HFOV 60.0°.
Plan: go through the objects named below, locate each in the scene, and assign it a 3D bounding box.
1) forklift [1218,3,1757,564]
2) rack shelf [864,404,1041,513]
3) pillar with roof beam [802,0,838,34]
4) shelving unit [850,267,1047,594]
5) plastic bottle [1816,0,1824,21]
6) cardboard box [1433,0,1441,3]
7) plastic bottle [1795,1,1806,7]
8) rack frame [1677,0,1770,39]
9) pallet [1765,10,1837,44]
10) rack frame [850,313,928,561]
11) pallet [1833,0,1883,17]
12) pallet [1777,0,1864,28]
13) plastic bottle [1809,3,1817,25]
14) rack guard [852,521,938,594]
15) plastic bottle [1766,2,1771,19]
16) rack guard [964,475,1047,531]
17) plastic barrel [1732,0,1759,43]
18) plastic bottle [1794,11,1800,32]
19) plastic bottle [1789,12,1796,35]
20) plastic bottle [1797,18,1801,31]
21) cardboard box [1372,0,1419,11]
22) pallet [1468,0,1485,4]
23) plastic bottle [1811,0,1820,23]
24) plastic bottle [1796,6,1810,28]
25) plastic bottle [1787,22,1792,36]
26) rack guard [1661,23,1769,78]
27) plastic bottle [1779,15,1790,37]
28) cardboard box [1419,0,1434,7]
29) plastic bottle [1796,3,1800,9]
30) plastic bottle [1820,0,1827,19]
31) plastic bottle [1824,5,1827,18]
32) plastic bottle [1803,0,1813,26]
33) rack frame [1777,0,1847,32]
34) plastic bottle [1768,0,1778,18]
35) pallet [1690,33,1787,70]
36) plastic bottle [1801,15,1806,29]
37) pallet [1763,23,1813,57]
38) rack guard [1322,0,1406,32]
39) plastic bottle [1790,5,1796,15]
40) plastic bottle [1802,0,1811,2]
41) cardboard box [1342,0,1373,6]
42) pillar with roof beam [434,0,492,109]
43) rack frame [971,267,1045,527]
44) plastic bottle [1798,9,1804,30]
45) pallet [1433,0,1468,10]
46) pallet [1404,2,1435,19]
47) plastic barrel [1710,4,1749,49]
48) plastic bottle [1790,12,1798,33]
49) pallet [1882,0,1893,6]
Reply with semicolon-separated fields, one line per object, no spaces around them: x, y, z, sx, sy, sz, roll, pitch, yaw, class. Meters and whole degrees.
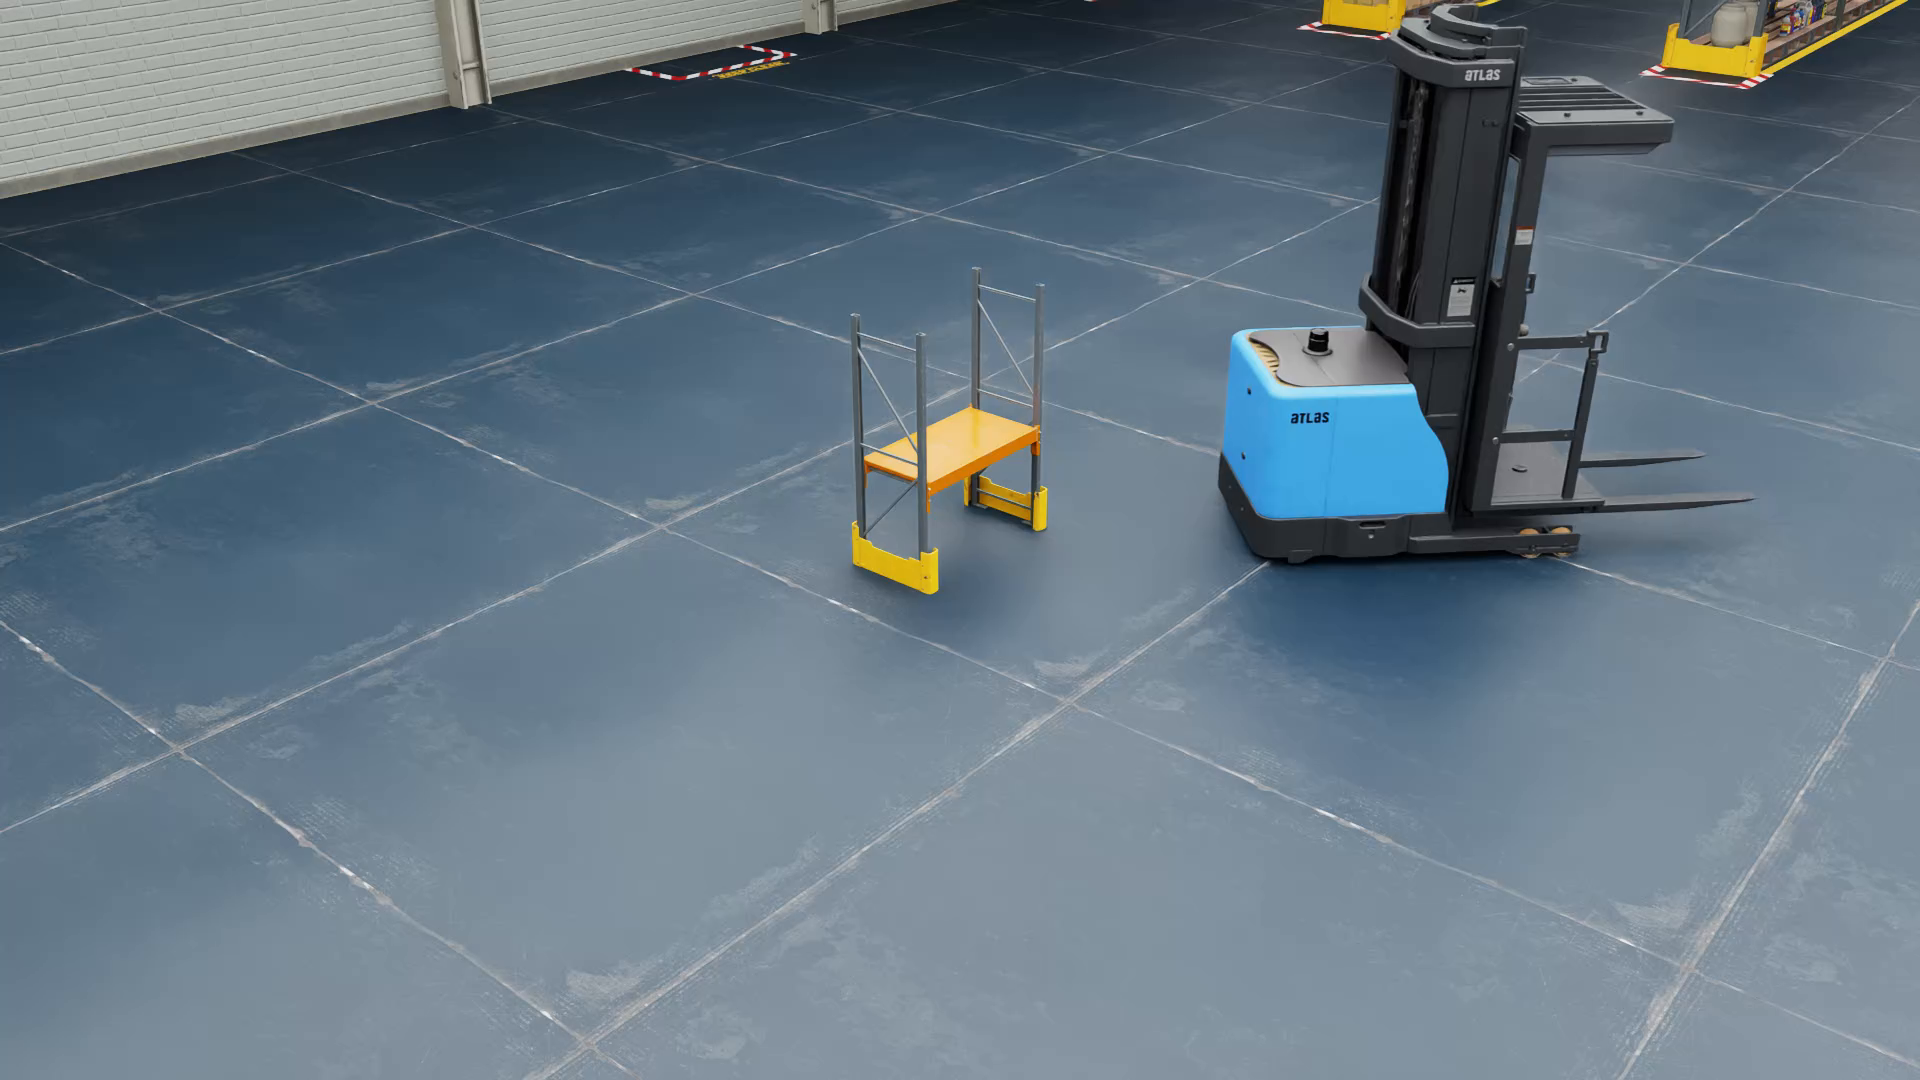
3.133;-1.437;9.338;3.031;2.935;1.130;-2;27;-5;forklift
-0.054;-0.476;9.430;0.538;0.185;1.000;21;34;34;rack shelf
1.322;-10.044;19.371;9.100;9.000;0.400;21;34;34;pillar with roof beam
-0.048;-0.639;9.353;0.587;1.500;1.083;21;34;34;shelving unit
12.040;-7.493;23.373;0.144;0.351;0.185;20;33;33;plastic bottle
7.010;-8.263;24.994;0.500;0.250;0.500;21;34;34;cardboard box
11.788;-7.426;23.325;0.152;0.276;0.135;21;34;34;plastic bottle
9.683;-7.368;20.728;1.000;3.000;0.127;21;34;34;rack frame
11.768;-7.322;23.674;1.003;0.211;1.213;21;34;34;pallet
-0.378;-0.456;8.999;0.500;1.500;0.032;21;34;34;rack frame
13.473;-8.272;25.510;1.003;0.211;1.213;21;34;34;pallet
12.697;-7.838;24.671;1.003;0.211;1.213;21;34;34;pallet
11.847;-7.325;23.122;0.061;0.283;0.133;23;35;38;plastic bottle
-0.365;0.093;9.299;0.587;0.250;0.087;21;34;34;rack guard
11.395;-7.518;23.509;0.097;0.271;0.097;0;27;0;plastic bottle
0.268;-0.261;9.982;0.587;0.250;0.087;21;34;34;rack guard
10.362;-6.883;22.041;0.421;0.512;0.421;0;27;0;plastic barrel
11.359;-7.060;22.624;0.097;0.271;0.097;0;27;0;plastic bottle
11.235;-6.984;22.463;0.061;0.283;0.133;21;34;35;plastic bottle
11.422;-7.065;22.708;0.097;0.201;0.097;0;27;0;plastic bottle
6.376;-7.908;24.306;0.500;0.250;0.500;21;34;34;cardboard box
7.870;-8.727;26.390;1.003;0.211;1.213;21;34;34;pallet
11.918;-7.425;23.242;0.144;0.351;0.185;19;33;32;plastic bottle
11.607;-7.220;22.928;0.152;0.276;0.135;21;34;35;plastic bottle
11.143;-6.909;22.408;0.097;0.201;0.097;0;27;0;plastic bottle
9.695;-6.299;21.381;1.175;0.500;0.348;21;34;34;rack guard
11.077;-6.904;22.321;0.097;0.271;0.097;0;27;0;plastic bottle
6.692;-8.086;24.651;0.500;0.250;0.500;21;34;34;cardboard box
11.617;-7.301;23.076;0.061;0.283;0.133;21;34;34;plastic bottle
12.176;-7.508;23.477;0.061;0.283;0.133;23;35;37;plastic bottle
12.237;-7.519;23.587;0.097;0.201;0.097;0;27;0;plastic bottle
11.713;-7.310;23.020;0.144;0.351;0.185;21;34;34;plastic bottle
12.228;-8.786;23.470;1.000;3.000;0.127;21;34;34;rack frame
11.505;-7.598;23.577;0.144;0.351;0.185;21;34;34;plastic bottle
10.216;-6.457;22.001;1.003;0.211;1.213;21;34;34;pallet
11.553;-7.137;22.849;0.097;0.201;0.097;0;27;0;plastic bottle
10.993;-6.887;22.834;1.003;0.211;1.213;21;34;34;pallet
5.848;-7.698;24.087;1.175;0.500;0.348;21;34;34;rack guard
11.524;-7.255;22.986;0.061;0.283;0.133;21;34;34;plastic bottle
11.929;-7.535;23.455;0.144;0.351;0.185;21;34;34;plastic bottle
5.977;-8.059;24.599;0.500;0.250;0.500;21;34;34;cardboard box
-2.494;-7.916;15.259;9.100;9.000;0.400;21;34;34;pillar with roof beam
0.269;-0.816;9.695;0.500;1.500;0.032;21;34;34;rack frame
11.488;-7.132;22.763;0.097;0.271;0.097;0;27;0;plastic bottle
7.094;-8.293;25.550;1.003;0.211;1.213;21;34;34;pallet
6.318;-7.862;24.718;1.003;0.211;1.213;21;34;34;pallet
10.043;-6.705;21.698;0.421;0.512;0.421;0;27;0;plastic barrel
11.295;-7.025;22.556;0.097;0.271;0.097;0;27;0;plastic bottle
14.249;-8.703;26.343;1.003;0.211;1.213;21;34;34;pallet
